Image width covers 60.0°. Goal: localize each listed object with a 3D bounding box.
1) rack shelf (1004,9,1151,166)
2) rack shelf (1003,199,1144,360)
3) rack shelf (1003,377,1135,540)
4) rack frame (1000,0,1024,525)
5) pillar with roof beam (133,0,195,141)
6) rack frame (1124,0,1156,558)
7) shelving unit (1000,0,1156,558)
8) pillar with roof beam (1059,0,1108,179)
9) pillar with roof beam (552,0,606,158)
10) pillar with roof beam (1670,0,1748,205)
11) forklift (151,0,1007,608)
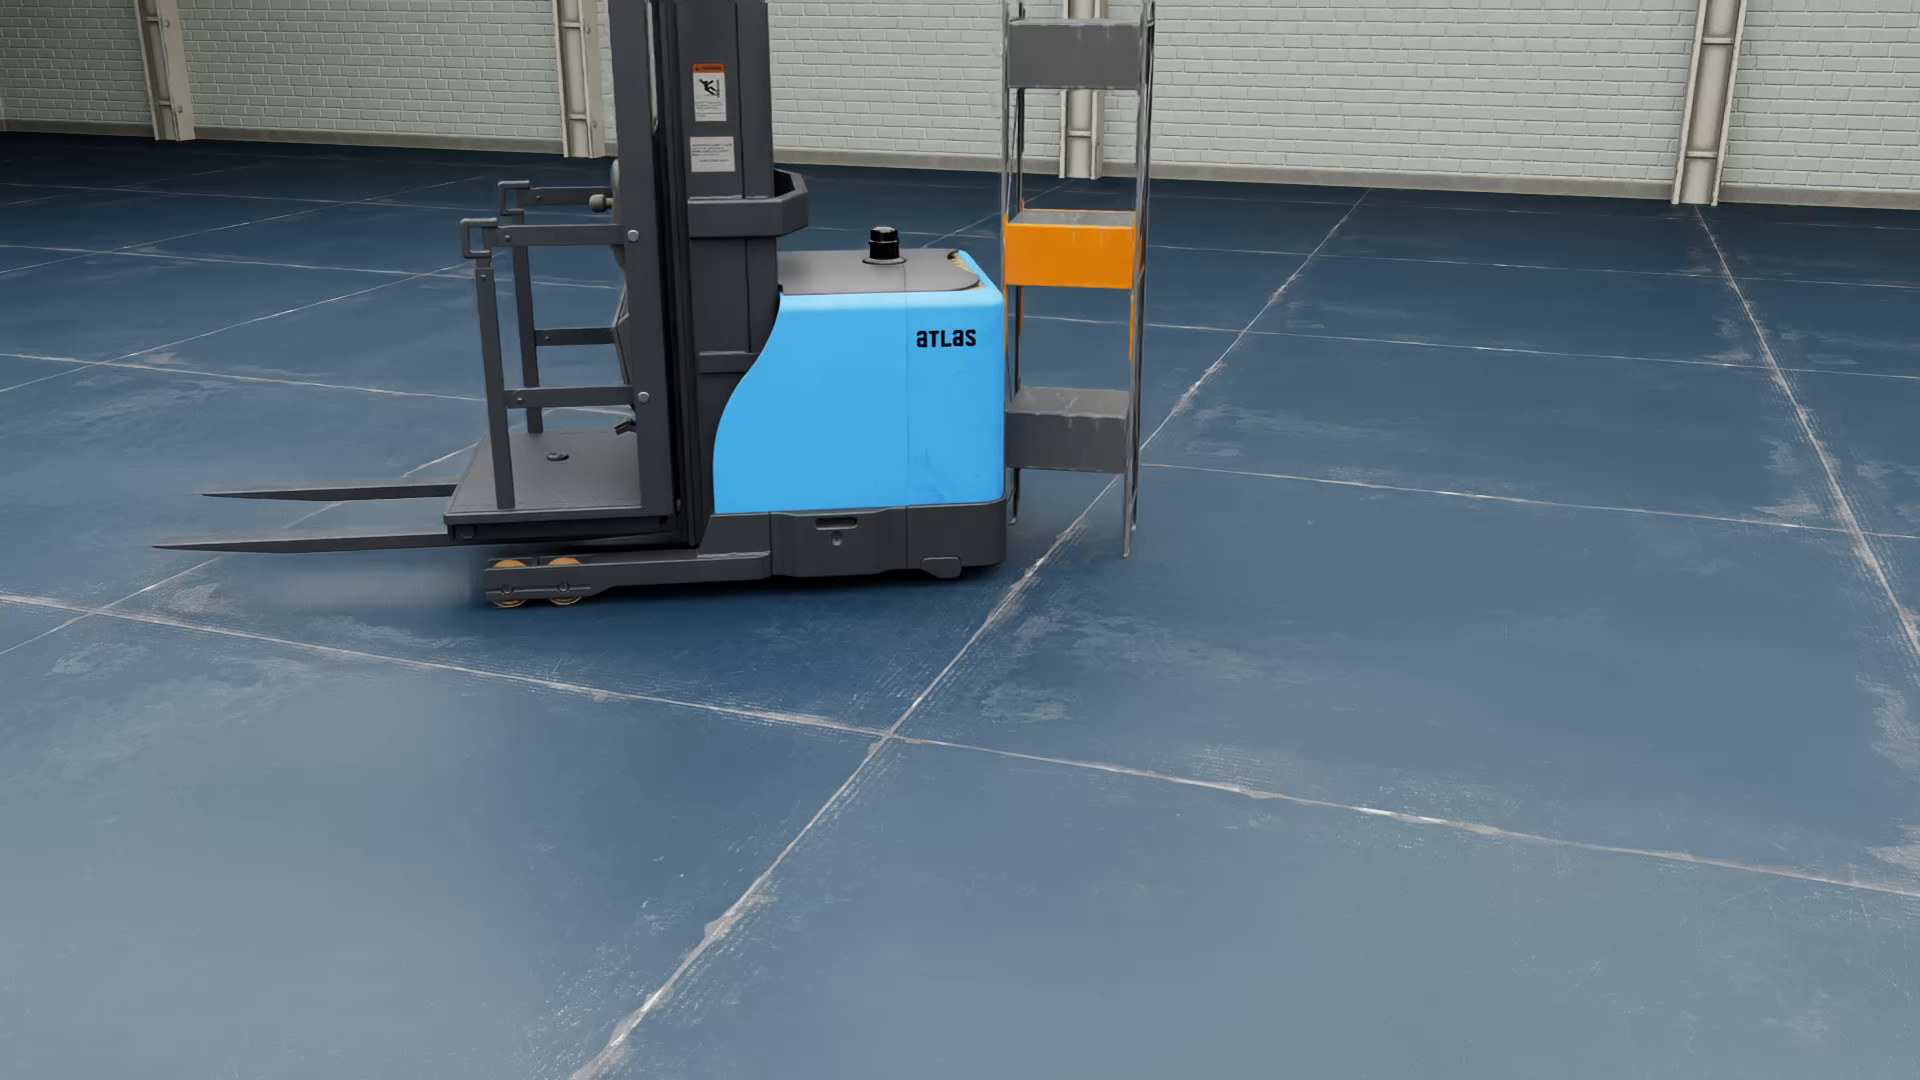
[{"bbox_3d":[0.433,-1.649,6.032,0.480,0.518,0.431,4,20,10],"label":"rack shelf"},{"bbox_3d":[0.433,-0.988,6.262,0.480,0.518,0.431,4,20,10],"label":"rack shelf"},{"bbox_3d":[0.433,-0.327,6.493,0.480,0.518,0.431,4,20,10],"label":"rack shelf"},{"bbox_3d":[0.193,-1.016,6.300,0.015,2.100,0.400,4,20,10],"label":"rack frame"},{"bbox_3d":[-11.468,-8.053,16.006,0.400,9.000,9.100,7,20,18],"label":"pillar with roof beam"},{"bbox_3d":[0.672,-0.986,6.215,0.015,2.100,0.400,4,20,10],"label":"rack frame"},{"bbox_3d":[0.433,-1.001,6.258,0.503,2.100,0.431,4,20,10],"label":"shelving unit"},{"bbox_3d":[-0.132,-6.756,12.288,0.400,9.000,9.100,7,20,18],"label":"pillar with roof beam"},{"bbox_3d":[-5.800,-7.405,14.147,0.400,9.000,9.100,7,20,18],"label":"pillar with roof beam"},{"bbox_3d":[5.535,-6.108,10.428,0.400,9.000,9.100,7,20,18],"label":"pillar with roof beam"},{"bbox_3d":[-1.387,-1.329,5.937,3.031,2.935,1.130,-3,19,-7],"label":"forklift"}]
